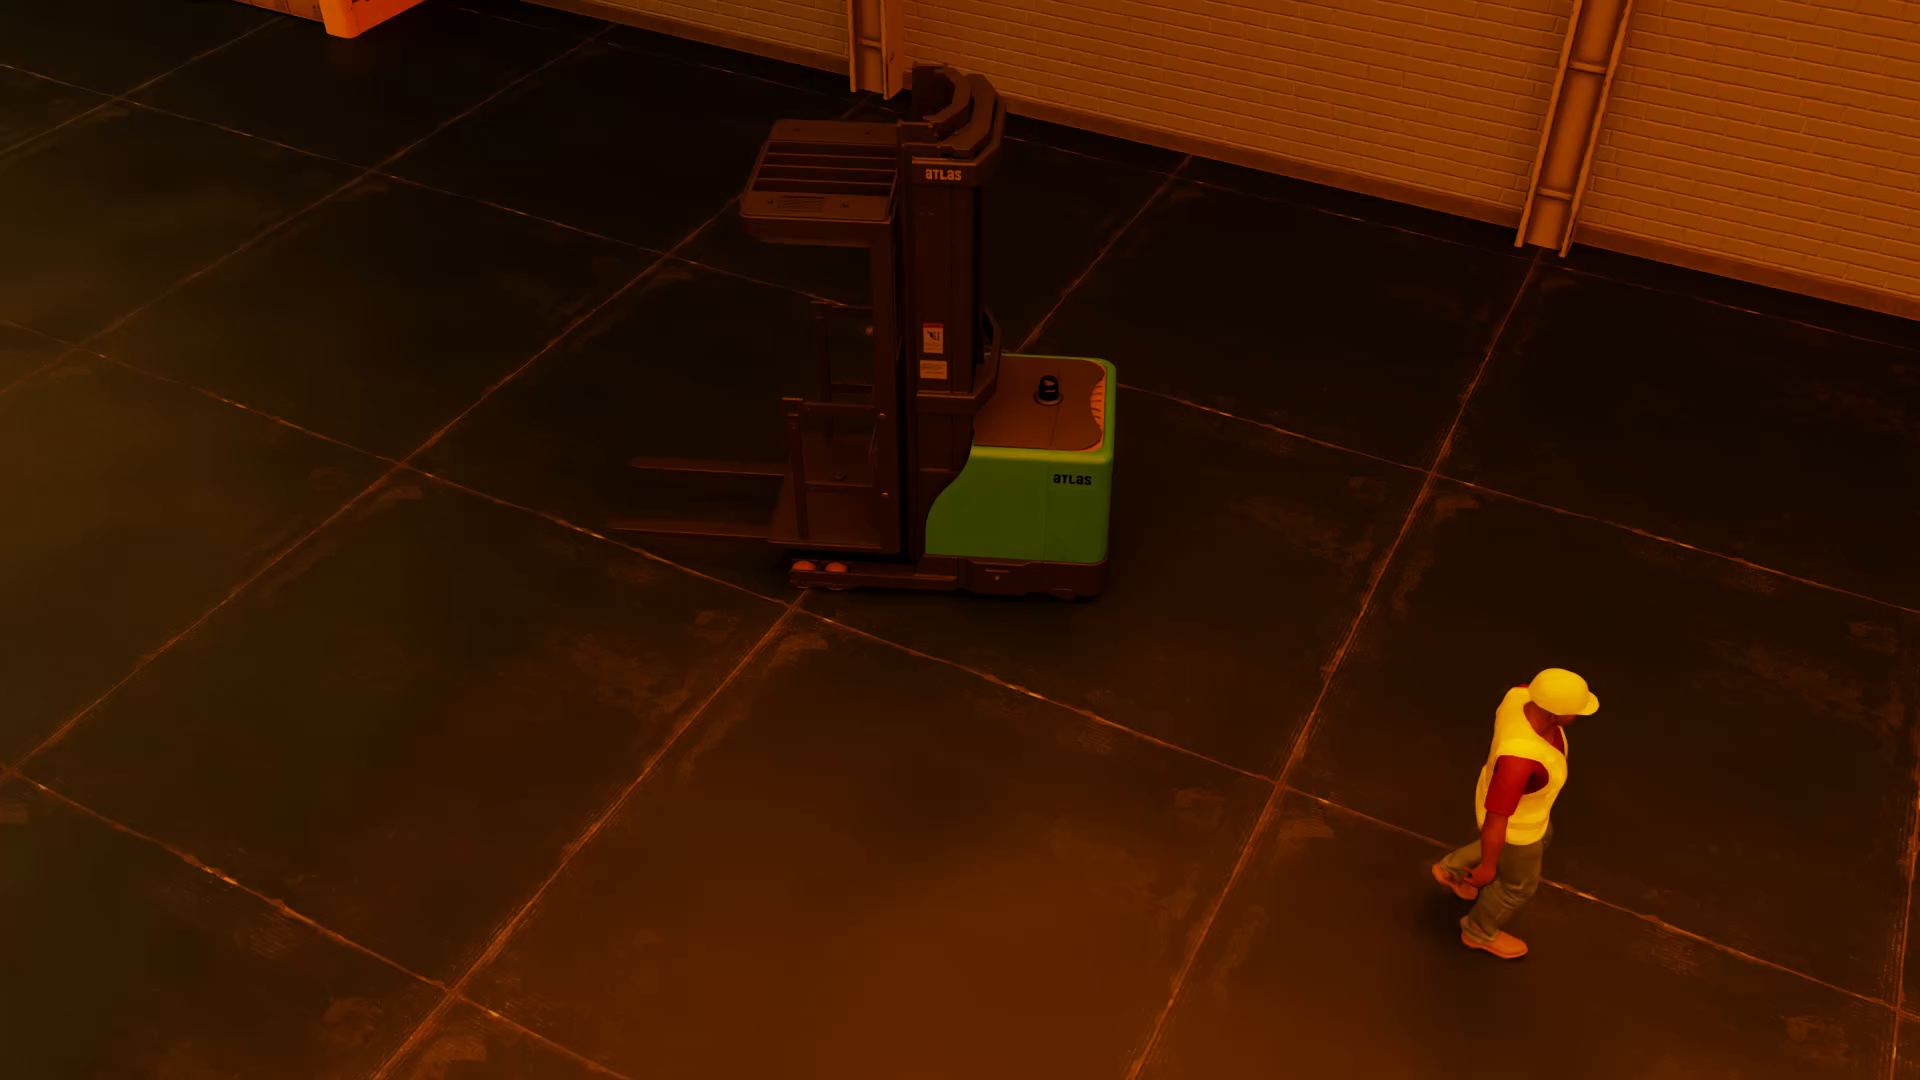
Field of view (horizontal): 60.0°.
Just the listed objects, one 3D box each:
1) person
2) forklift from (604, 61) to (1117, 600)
[{"bbox_3d":[2.483,1.207,7.475,0.489,1.746,0.771,9,41,10],"label":"person"},{"bbox_3d":[-0.606,-1.157,9.360,3.031,2.935,1.130,3,40,4],"label":"forklift"}]
